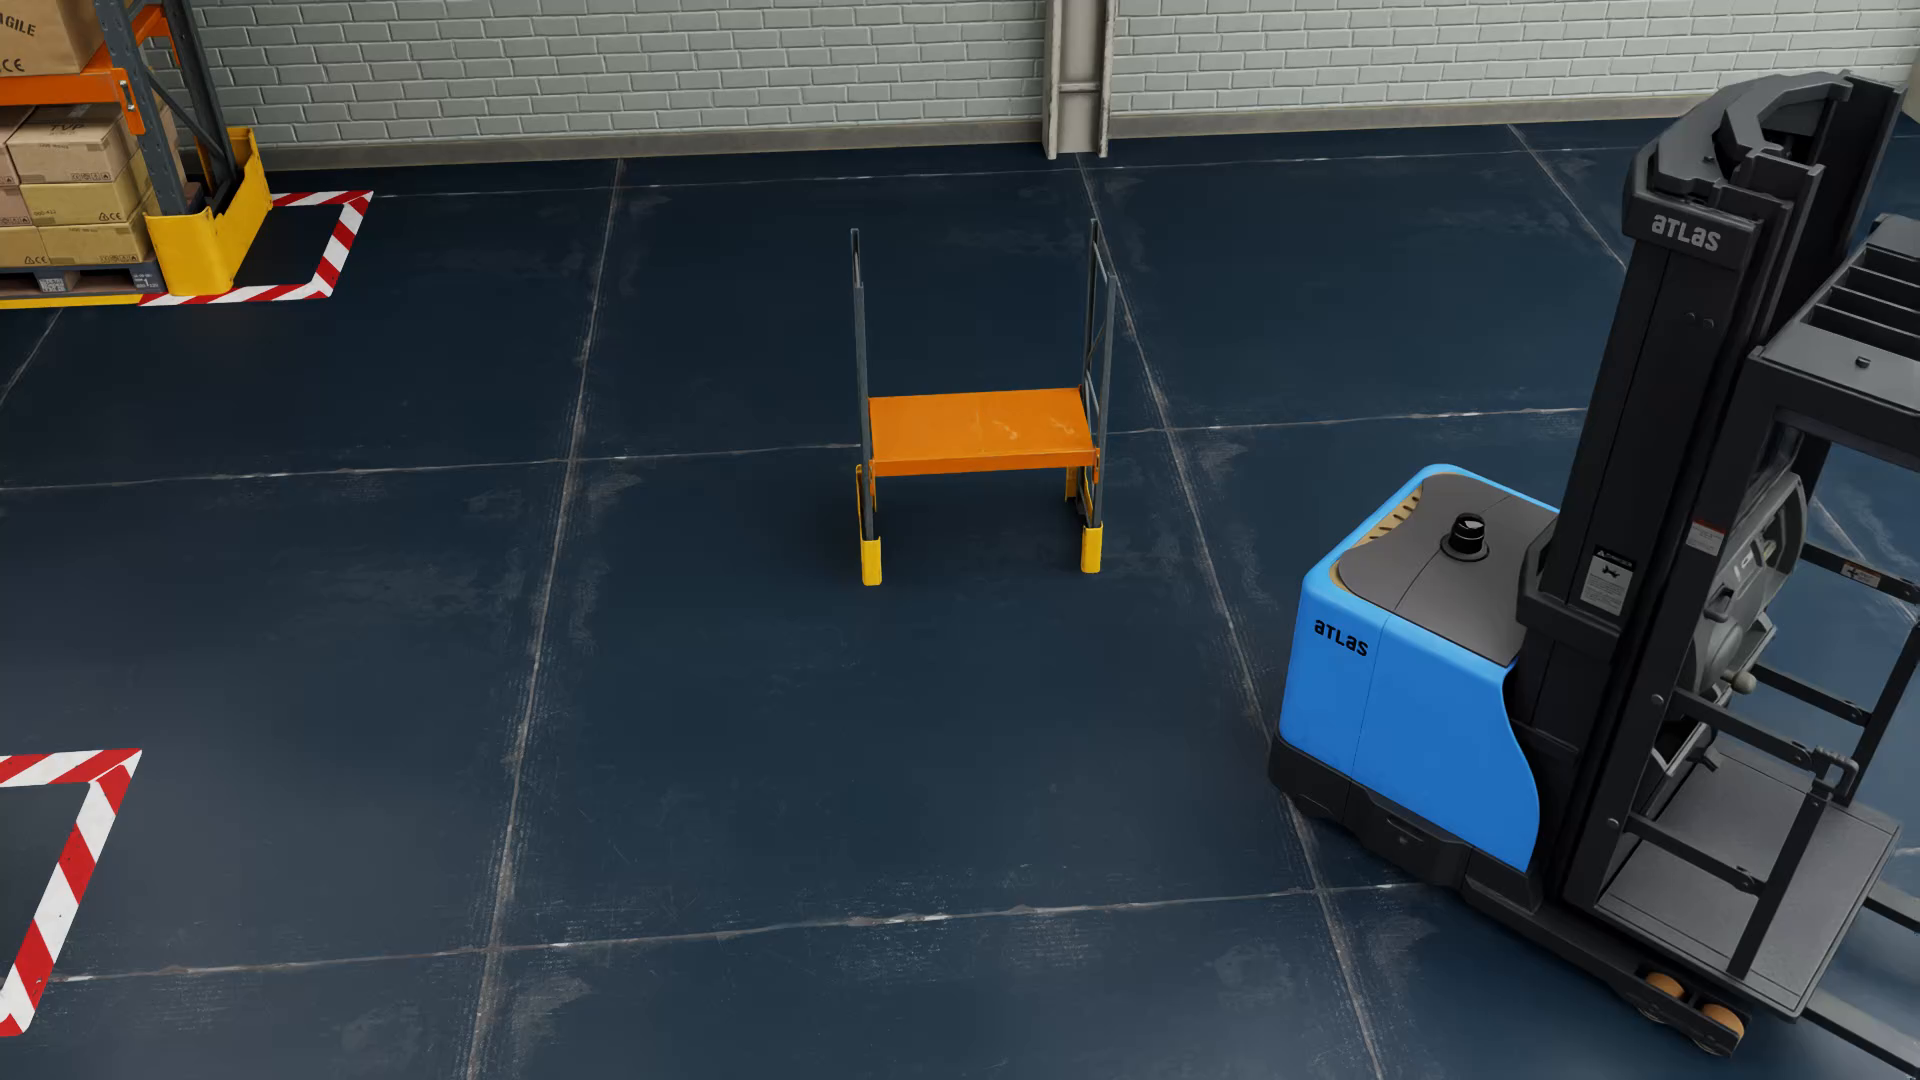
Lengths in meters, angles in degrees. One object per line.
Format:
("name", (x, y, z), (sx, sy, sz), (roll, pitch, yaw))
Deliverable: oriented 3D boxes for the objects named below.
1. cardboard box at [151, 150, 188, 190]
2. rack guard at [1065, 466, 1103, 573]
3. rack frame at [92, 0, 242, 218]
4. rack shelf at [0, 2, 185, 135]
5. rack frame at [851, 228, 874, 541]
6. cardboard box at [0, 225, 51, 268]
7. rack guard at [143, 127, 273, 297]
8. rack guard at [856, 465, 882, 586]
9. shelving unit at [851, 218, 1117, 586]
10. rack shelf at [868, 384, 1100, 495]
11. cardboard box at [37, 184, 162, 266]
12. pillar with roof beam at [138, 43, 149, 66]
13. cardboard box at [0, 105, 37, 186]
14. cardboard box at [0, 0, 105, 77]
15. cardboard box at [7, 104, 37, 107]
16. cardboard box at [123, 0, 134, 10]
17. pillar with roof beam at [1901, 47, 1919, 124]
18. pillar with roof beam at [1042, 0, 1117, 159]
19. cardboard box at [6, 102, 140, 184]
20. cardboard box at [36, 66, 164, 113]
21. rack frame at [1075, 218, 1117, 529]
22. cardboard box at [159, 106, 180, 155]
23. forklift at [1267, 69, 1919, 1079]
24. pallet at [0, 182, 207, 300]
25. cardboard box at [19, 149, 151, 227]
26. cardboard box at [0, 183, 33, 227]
("cardboard box", (-4.951, -2.115, 9.890), (0.500, 0.250, 0.500), (-3, 38, -4))
("rack guard", (0.572, -0.130, 7.712), (0.087, 0.250, 0.587), (-3, 38, -4))
("rack frame", (-4.445, -2.936, 9.049), (0.127, 3.000, 1.000), (-3, 38, -4))
("rack shelf", (-6.437, -2.544, 9.133), (4.000, 0.370, 1.077), (-3, 38, -4))
("rack frame", (-0.421, -0.566, 7.256), (0.032, 1.500, 0.500), (-3, 38, -4))
("cardboard box", (-5.381, -1.779, 9.464), (0.500, 0.250, 0.500), (-3, 38, -4))
("rack guard", (-4.421, -1.956, 9.825), (0.348, 0.500, 1.175), (-3, 38, -4))
("rack guard", (-0.420, -0.075, 7.643), (0.087, 0.250, 0.587), (-3, 38, -4))
("shelving unit", (0.076, -0.593, 7.291), (1.083, 1.500, 0.587), (-3, 38, -4))
("rack shelf", (0.085, -0.452, 7.403), (1.000, 0.185, 0.538), (-3, 38, -4))
("cardboard box", (-4.885, -1.801, 9.491), (0.500, 0.250, 0.500), (-3, 38, -4))
("pillar with roof beam", (-4.837, -3.153, 4.481), (0.400, 9.000, 9.100), (-3, 38, -4))
("cardboard box", (-5.384, -2.164, 9.145), (0.500, 0.250, 0.500), (-2, 38, -3))
("cardboard box", (-4.912, -2.786, 8.779), (0.500, 0.500, 0.500), (-4, 38, -5))
("cardboard box", (-5.438, -2.475, 9.538), (0.500, 0.250, 0.500), (-3, 38, -4))
("cardboard box", (-4.963, -3.119, 9.201), (0.500, 0.500, 0.500), (-2, 38, -3))
("pillar with roof beam", (7.116, -3.811, 5.315), (0.400, 9.000, 9.100), (-3, 38, -4))
("pillar with roof beam", (1.140, -3.482, 4.898), (0.400, 9.000, 9.100), (-3, 38, -4))
("cardboard box", (-4.876, -2.196, 9.185), (0.500, 0.250, 0.500), (-2, 38, -2))
("cardboard box", (-4.940, -2.504, 9.576), (0.500, 0.250, 0.500), (-4, 38, -5))
("rack frame", (0.591, -0.621, 7.327), (0.032, 1.500, 0.500), (-3, 38, -4))
("cardboard box", (-4.931, -2.320, 9.746), (0.500, 0.250, 0.500), (-2, 38, -3))
("forklift", (2.641, 0.197, 5.134), (3.031, 2.935, 1.130), (28, 46, 31))
("pallet", (-5.203, -1.773, 9.827), (1.213, 0.211, 1.003), (-3, 38, -4))
("cardboard box", (-4.902, -1.998, 9.338), (0.500, 0.250, 0.500), (-4, 38, -5))
("cardboard box", (-5.402, -1.977, 9.311), (0.500, 0.250, 0.500), (-3, 38, -4))
